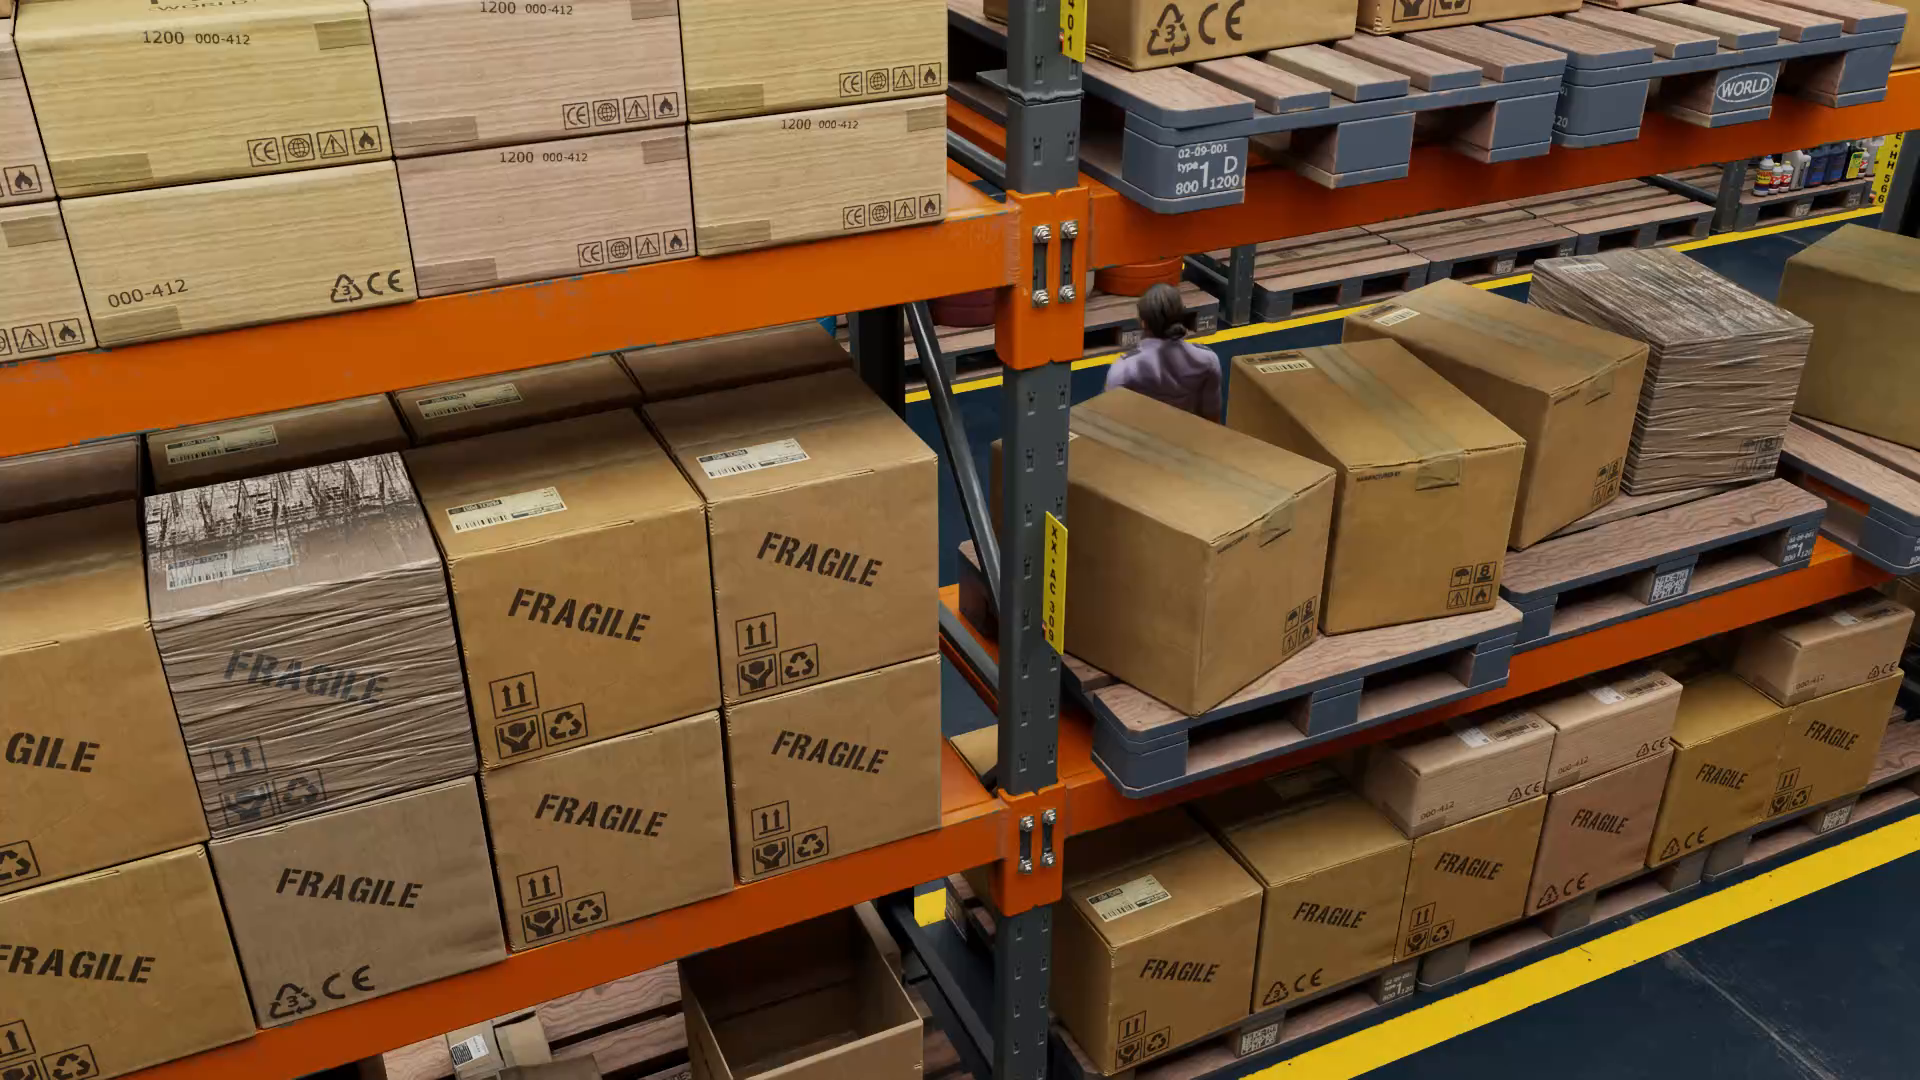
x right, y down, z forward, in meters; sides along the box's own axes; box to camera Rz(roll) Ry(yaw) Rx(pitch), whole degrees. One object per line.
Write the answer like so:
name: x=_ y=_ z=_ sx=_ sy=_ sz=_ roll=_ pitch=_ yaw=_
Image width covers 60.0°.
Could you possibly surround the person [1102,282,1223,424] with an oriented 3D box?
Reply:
person: x=0.788 y=-0.243 z=6.533 sx=0.552 sy=1.661 sz=0.434 roll=-6 pitch=30 yaw=-10
